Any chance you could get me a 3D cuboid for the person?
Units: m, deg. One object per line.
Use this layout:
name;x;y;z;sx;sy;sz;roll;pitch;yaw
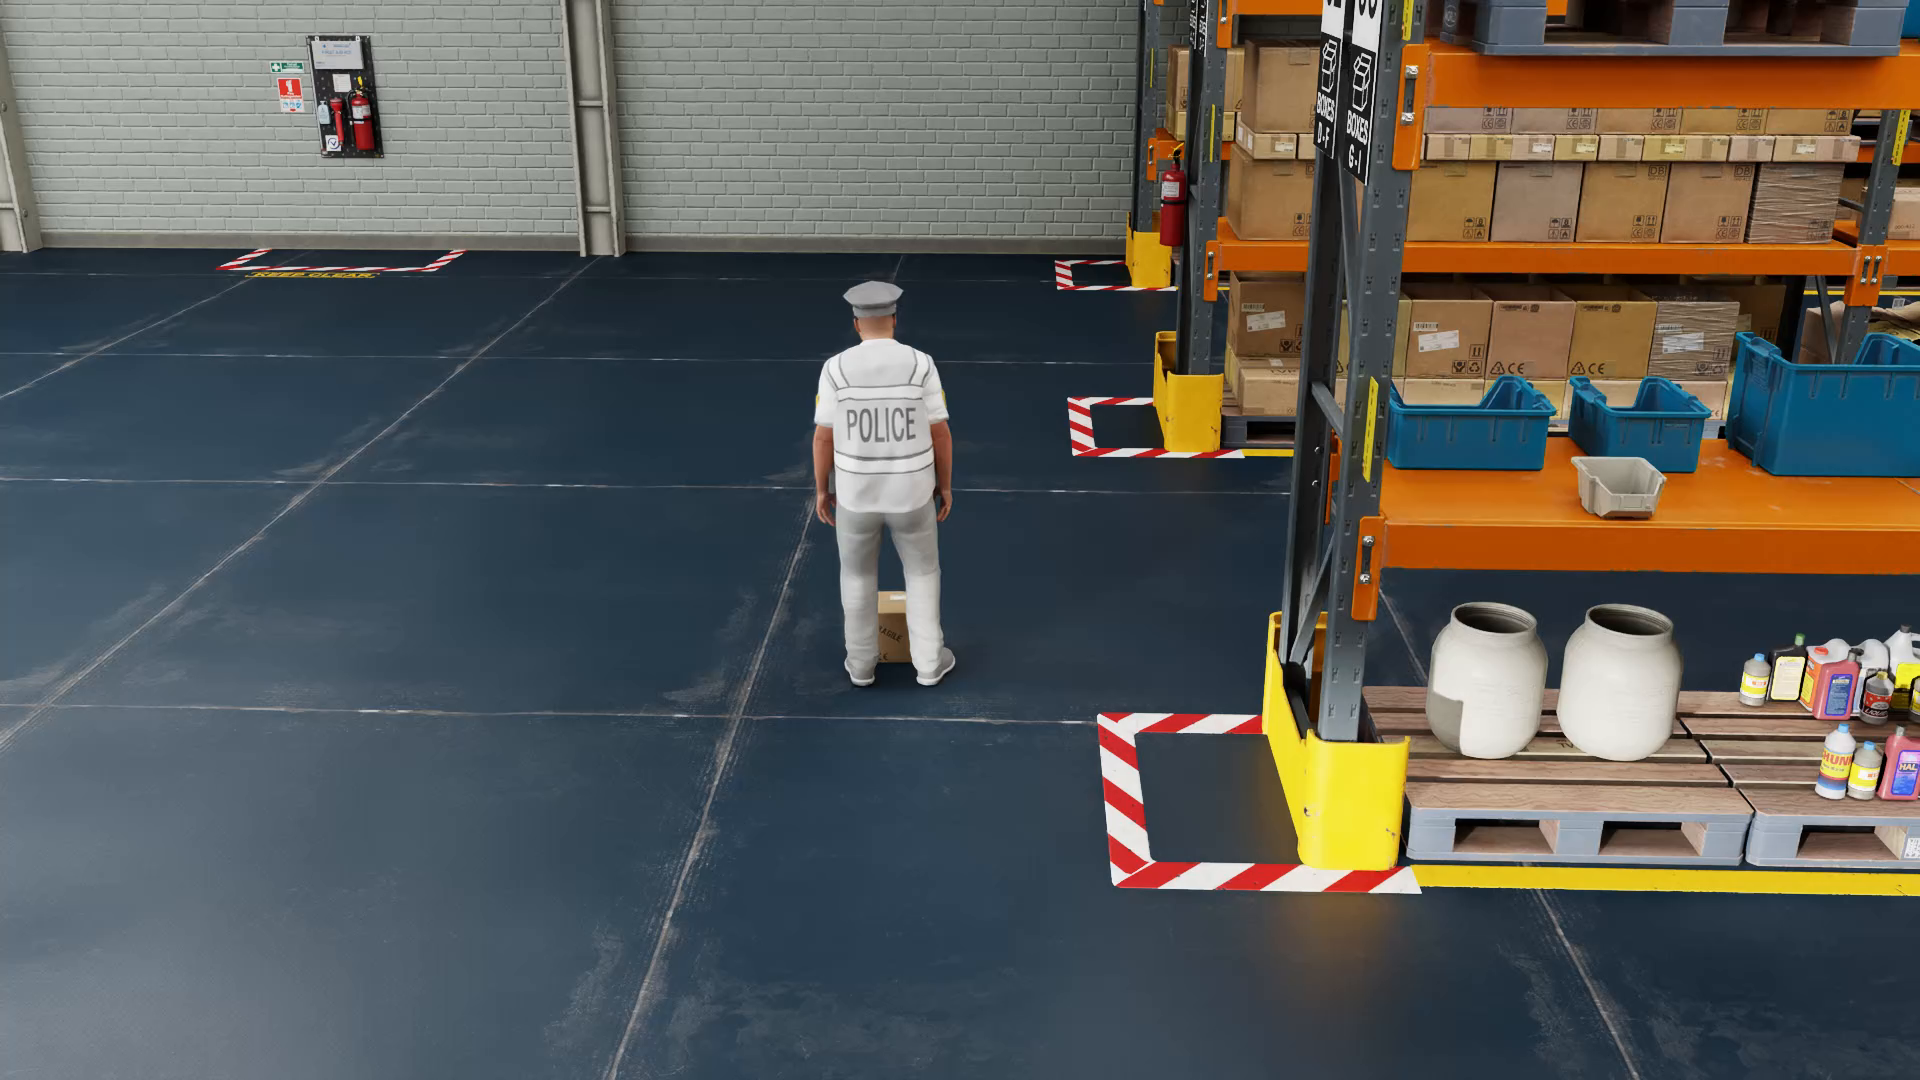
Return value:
person;-0.320;-0.205;7.113;0.604;1.747;0.437;-1;21;-2
